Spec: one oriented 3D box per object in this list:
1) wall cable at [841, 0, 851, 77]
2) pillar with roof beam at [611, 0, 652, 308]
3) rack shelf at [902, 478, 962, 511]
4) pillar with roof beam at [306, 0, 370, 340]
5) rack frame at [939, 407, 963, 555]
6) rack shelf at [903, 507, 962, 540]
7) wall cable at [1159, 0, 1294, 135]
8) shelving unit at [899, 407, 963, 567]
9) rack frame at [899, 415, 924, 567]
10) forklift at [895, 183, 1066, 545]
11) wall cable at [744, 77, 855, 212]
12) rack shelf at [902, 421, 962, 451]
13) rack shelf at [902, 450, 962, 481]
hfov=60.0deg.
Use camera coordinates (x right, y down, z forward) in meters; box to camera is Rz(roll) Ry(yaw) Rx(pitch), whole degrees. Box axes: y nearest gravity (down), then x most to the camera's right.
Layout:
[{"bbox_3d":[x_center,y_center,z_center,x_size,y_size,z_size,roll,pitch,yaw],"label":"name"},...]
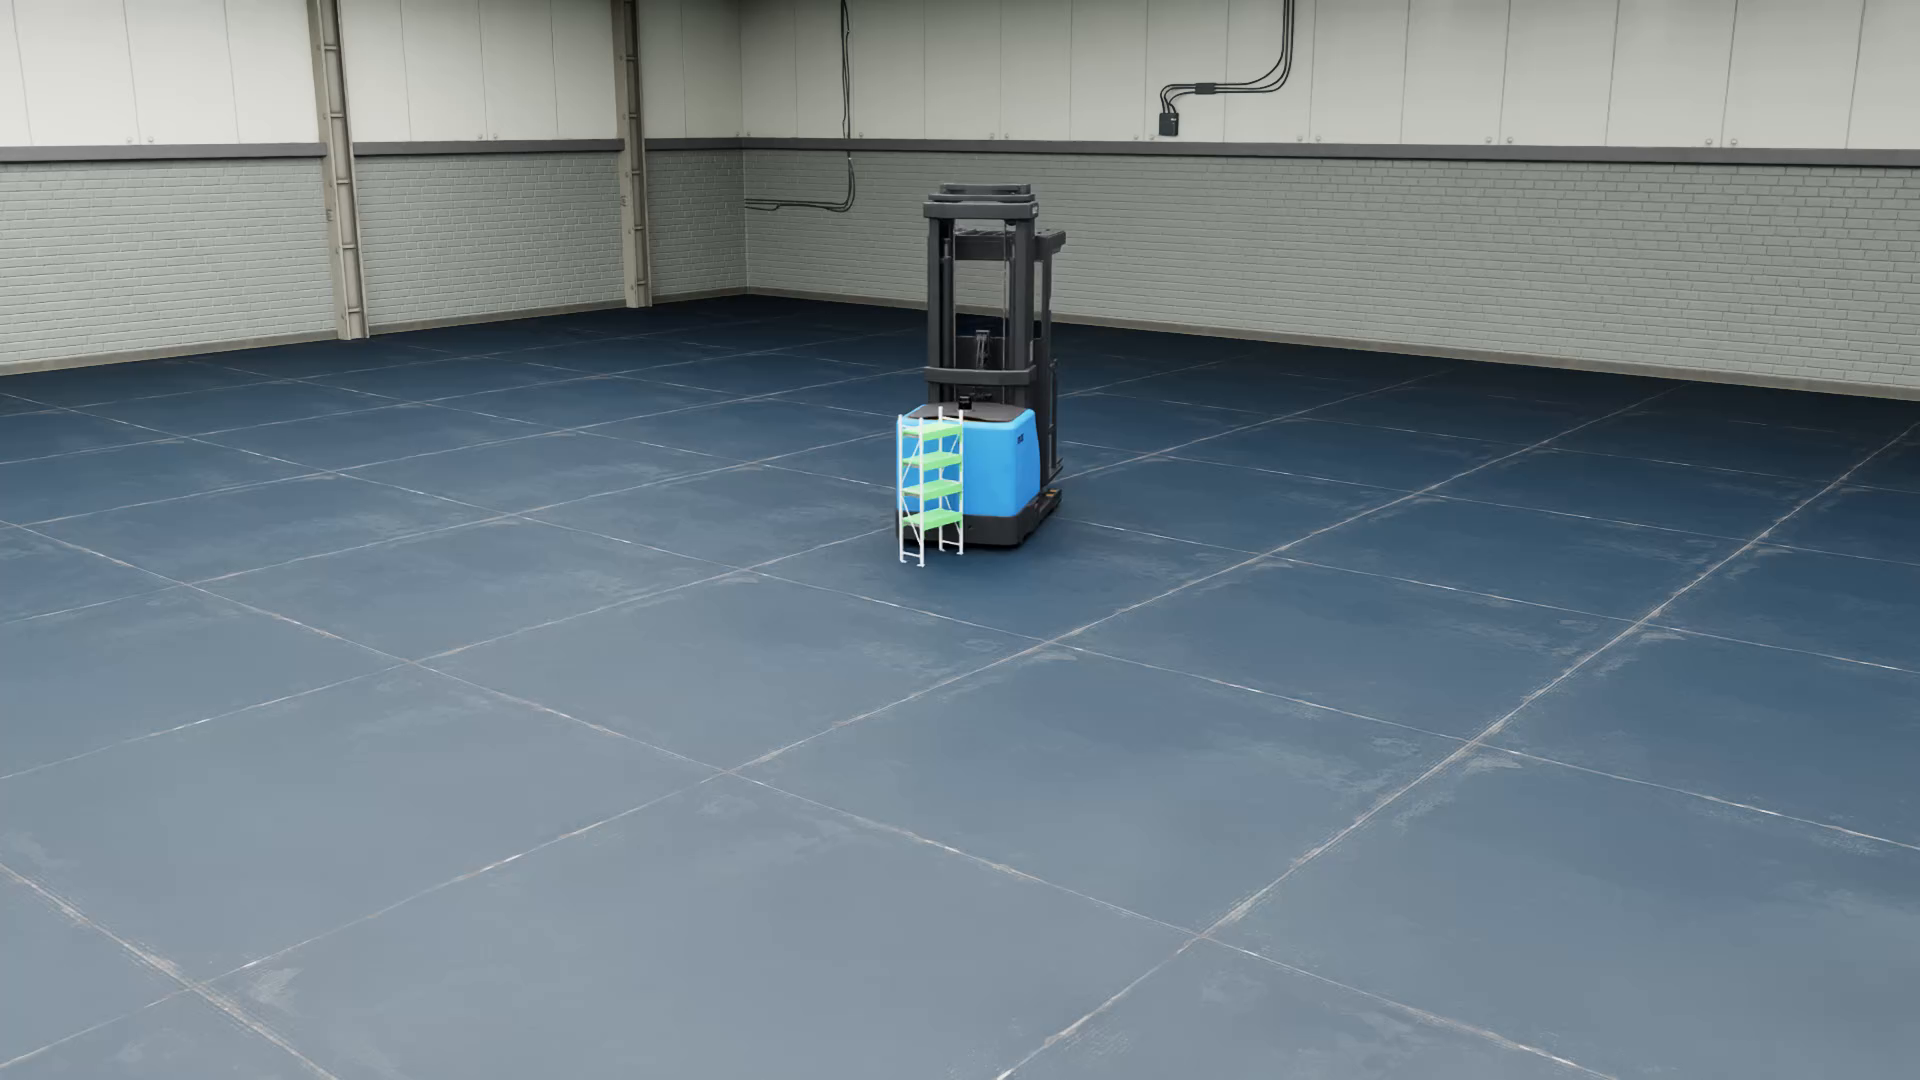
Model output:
[{"bbox_3d":[-1.113,-9.681,30.003,3.097,2.526,0.112,11,18,38],"label":"wall cable"},{"bbox_3d":[-2.749,-8.131,27.853,9.100,9.000,0.400,11,18,38],"label":"pillar with roof beam"},{"bbox_3d":[-0.231,-0.369,13.398,0.258,0.148,0.480,12,18,39],"label":"rack shelf"},{"bbox_3d":[-6.520,-6.982,23.330,9.100,9.000,0.400,11,18,38],"label":"pillar with roof beam"},{"bbox_3d":[-0.075,-0.477,13.564,0.240,1.200,0.015,12,18,39],"label":"rack frame"},{"bbox_3d":[-0.231,-0.136,13.457,0.258,0.148,0.480,12,18,39],"label":"rack shelf"},{"bbox_3d":[4.156,-9.333,25.677,2.305,6.003,0.169,11,18,38],"label":"wall cable"},{"bbox_3d":[-0.231,-0.431,13.382,0.258,1.200,0.503,12,18,39],"label":"shelving unit"},{"bbox_3d":[-0.388,-0.385,13.201,0.240,1.200,0.015,12,18,39],"label":"rack frame"},{"bbox_3d":[0.315,-1.694,14.840,1.130,2.935,3.031,4,15,14],"label":"forklift"},{"bbox_3d":[-3.218,-7.652,32.273,3.097,2.526,0.112,11,18,38],"label":"wall cable"},{"bbox_3d":[-0.231,-0.834,13.280,0.258,0.148,0.480,12,18,39],"label":"rack shelf"},{"bbox_3d":[-0.231,-0.602,13.339,0.258,0.148,0.480,12,18,39],"label":"rack shelf"}]
